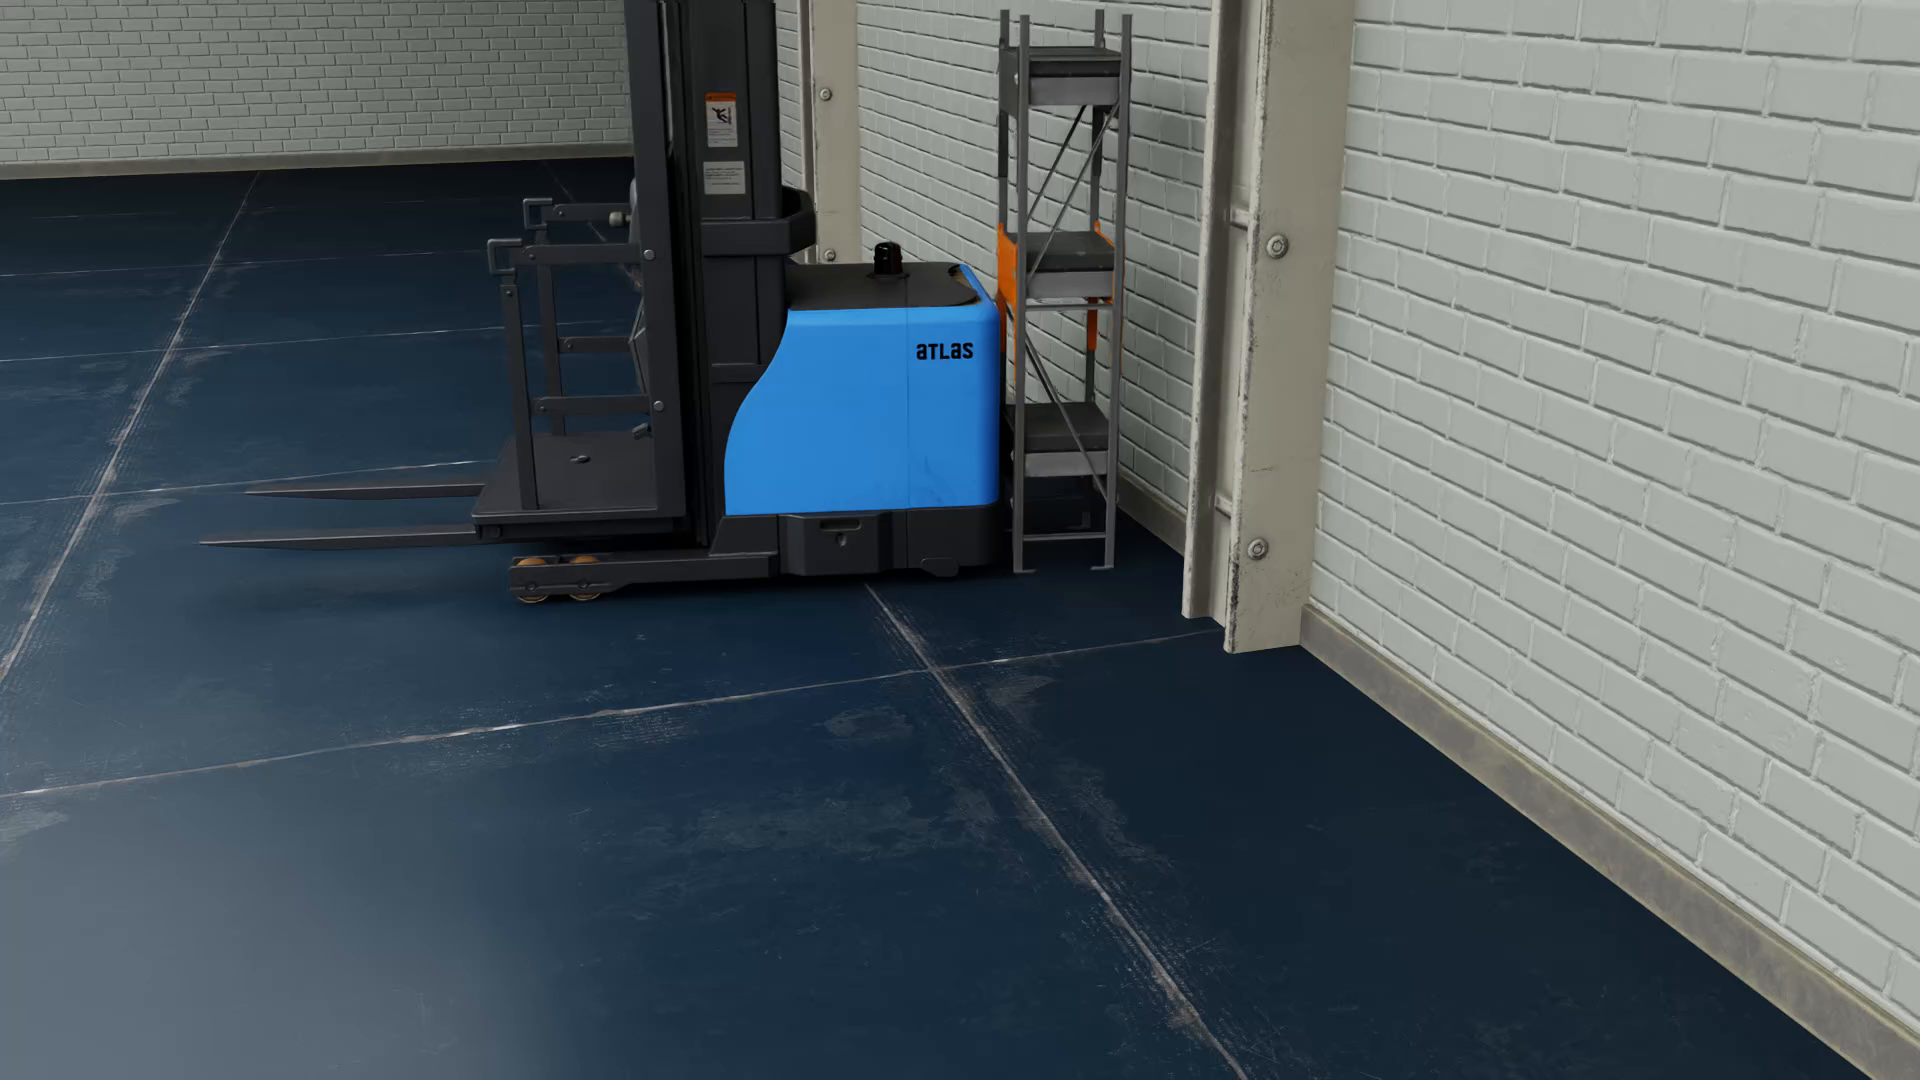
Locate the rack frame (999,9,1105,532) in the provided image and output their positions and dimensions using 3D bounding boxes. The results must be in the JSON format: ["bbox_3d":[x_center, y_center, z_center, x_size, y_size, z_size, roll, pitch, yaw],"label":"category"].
[{"bbox_3d":[0.352,-1.029,6.676,0.400,2.100,0.015,-2,20,-6],"label":"rack frame"}]

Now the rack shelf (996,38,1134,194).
[{"bbox_3d":[0.381,-1.593,6.216,0.431,0.518,0.480,-2,20,-6],"label":"rack shelf"}]

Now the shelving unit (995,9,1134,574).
[{"bbox_3d":[0.381,-0.948,6.448,0.431,2.100,0.503,-2,20,-6],"label":"shelving unit"}]

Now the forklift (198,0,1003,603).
[{"bbox_3d":[-1.390,-1.331,6.288,3.031,2.935,1.130,-2,20,-6],"label":"forklift"}]

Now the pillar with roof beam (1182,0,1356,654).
[{"bbox_3d":[-3.059,-3.460,3.236,9.100,9.000,0.400,-6,21,-17],"label":"pillar with roof beam"}]

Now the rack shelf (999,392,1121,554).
[{"bbox_3d":[0.381,-0.276,6.690,0.431,0.518,0.480,-2,20,-6],"label":"rack shelf"}]

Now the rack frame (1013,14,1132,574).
[{"bbox_3d":[0.410,-0.866,6.220,0.400,2.100,0.015,-2,20,-6],"label":"rack frame"}]

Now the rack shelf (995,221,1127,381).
[{"bbox_3d":[0.381,-0.935,6.453,0.431,0.518,0.480,-2,20,-6],"label":"rack shelf"}]

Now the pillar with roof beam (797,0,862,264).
[{"bbox_3d":[-4.945,-5.385,8.597,9.100,9.000,0.400,-6,21,-17],"label":"pillar with roof beam"}]
